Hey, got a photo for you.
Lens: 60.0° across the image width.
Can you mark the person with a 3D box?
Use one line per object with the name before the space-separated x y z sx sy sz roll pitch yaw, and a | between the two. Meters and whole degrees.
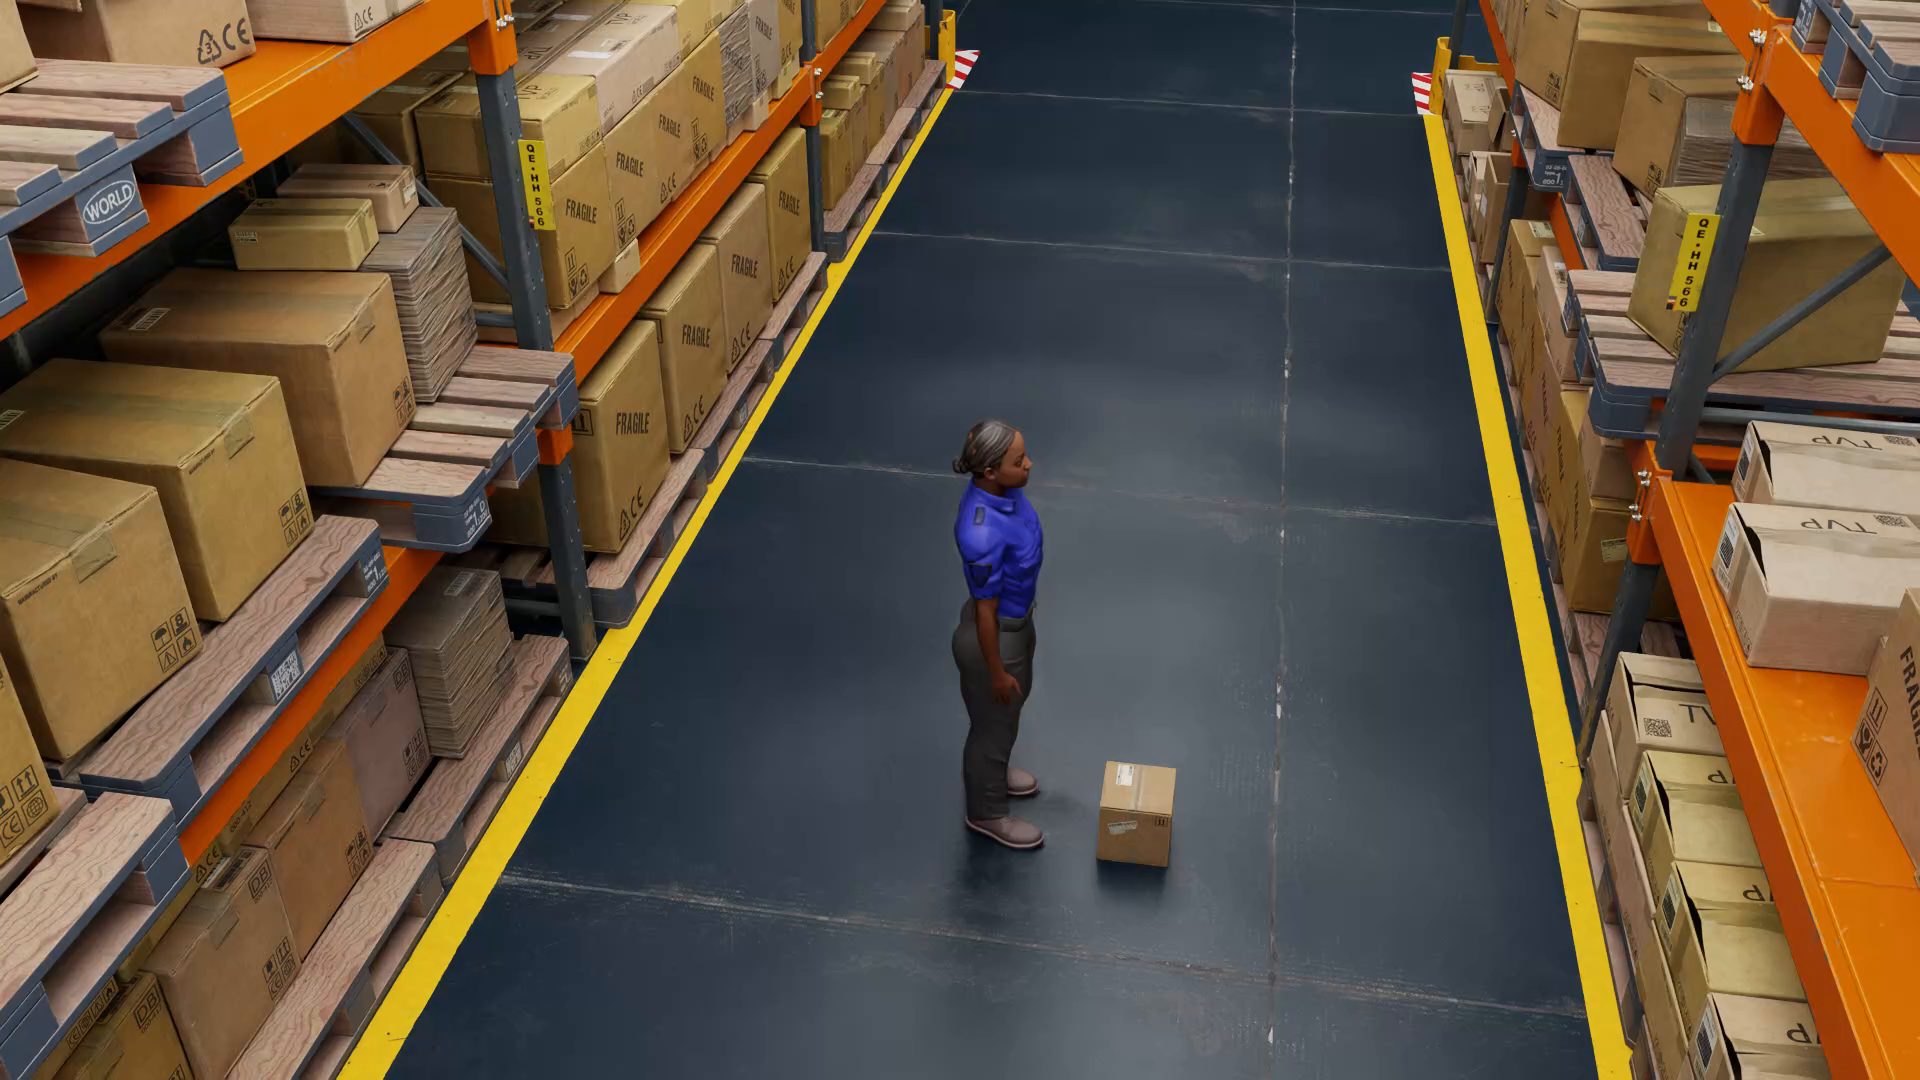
person | 0.143 0.320 5.632 0.349 1.669 0.501 5 33 8
